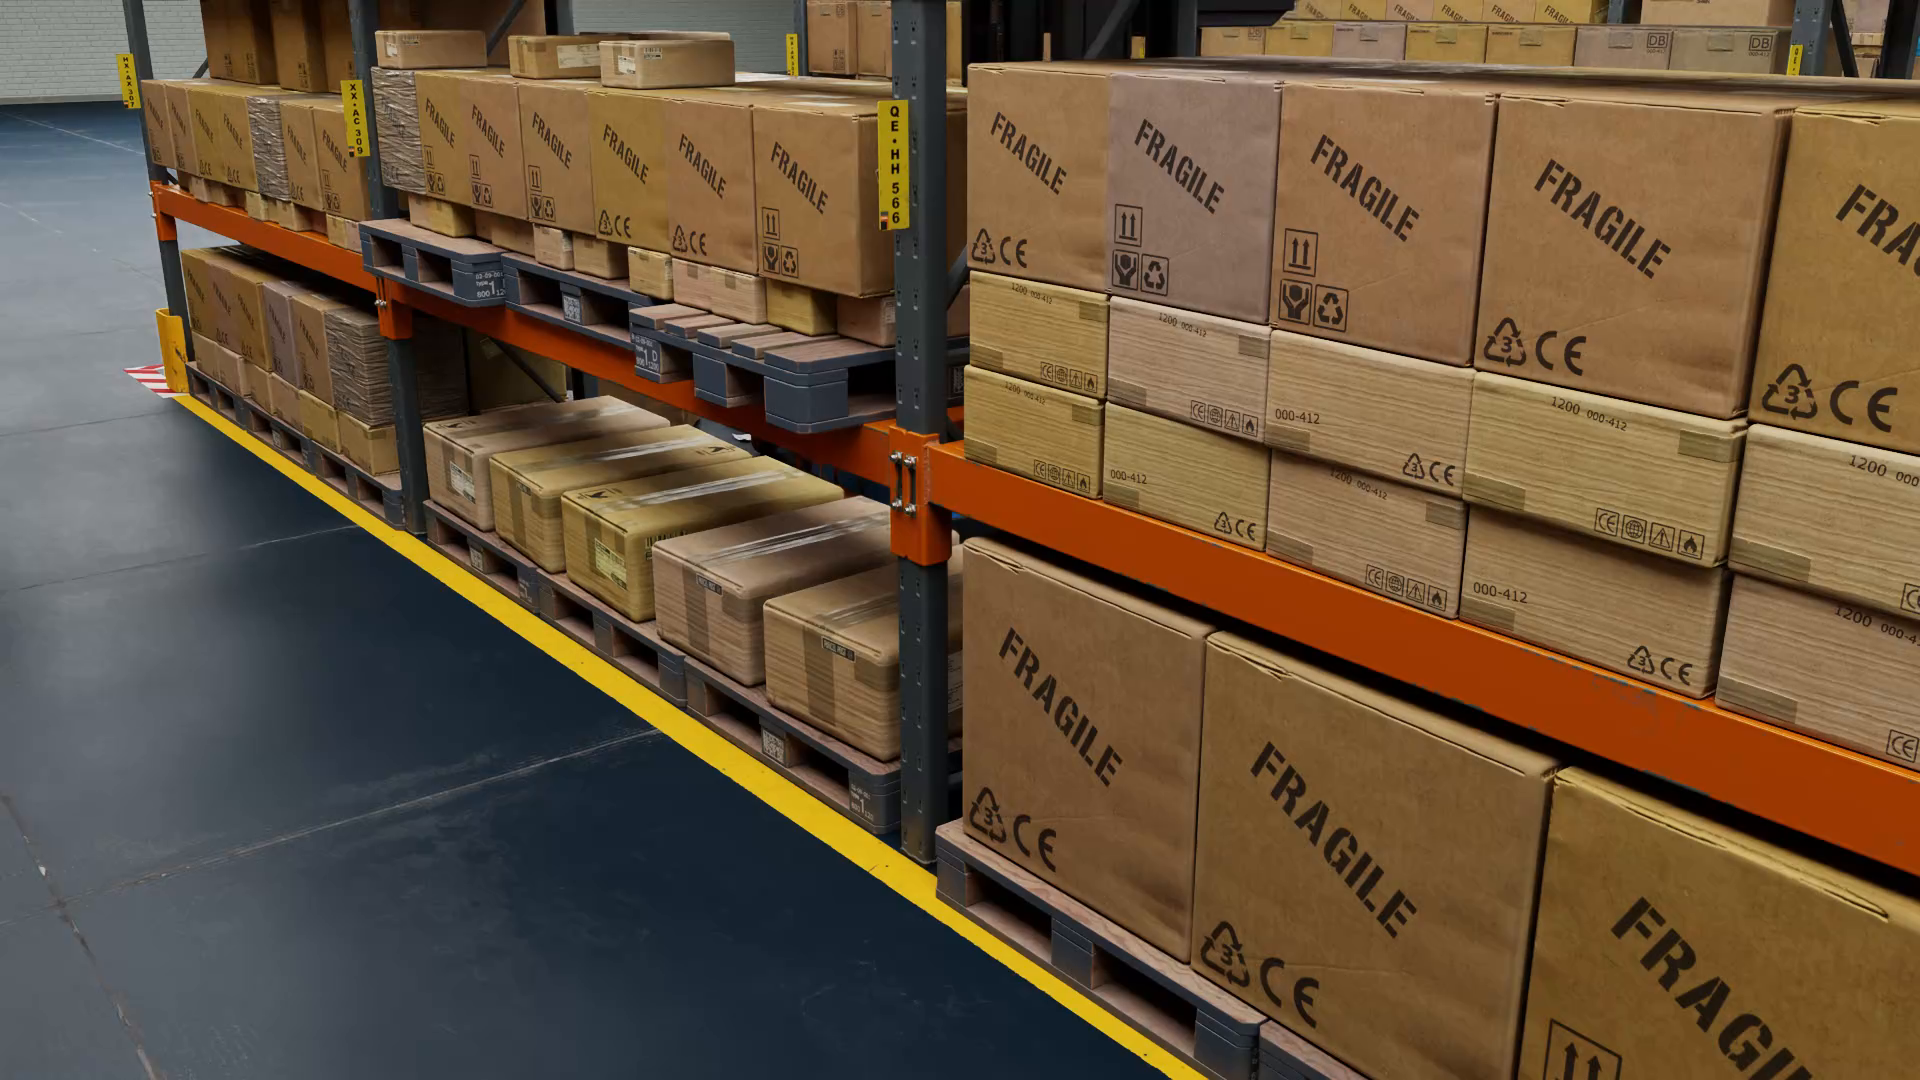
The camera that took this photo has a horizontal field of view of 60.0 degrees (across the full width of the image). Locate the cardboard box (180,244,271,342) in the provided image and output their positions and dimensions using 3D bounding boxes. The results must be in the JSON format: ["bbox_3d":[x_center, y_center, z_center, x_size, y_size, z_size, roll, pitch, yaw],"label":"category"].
[{"bbox_3d":[-4.416,-1.526,10.213,0.500,0.500,0.500,-15,23,-38],"label":"cardboard box"}]

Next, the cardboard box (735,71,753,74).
[{"bbox_3d":[-1.141,-1.618,6.676,0.500,0.500,0.500,-13,22,-34],"label":"cardboard box"}]

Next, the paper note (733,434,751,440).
[{"bbox_3d":[-1.224,-0.603,9.635,0.148,0.019,0.142,-14,23,-36],"label":"paper note"}]

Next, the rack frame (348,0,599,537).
[{"bbox_3d":[-2.232,-1.549,7.768,1.000,3.000,0.127,-14,23,-36],"label":"rack frame"}]

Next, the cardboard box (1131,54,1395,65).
[{"bbox_3d":[0.777,-1.009,4.388,0.500,0.500,0.500,-15,23,-38],"label":"cardboard box"}]

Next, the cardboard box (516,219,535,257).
[{"bbox_3d":[-1.474,-1.180,6.386,0.380,0.149,0.250,-14,23,-36],"label":"cardboard box"}]

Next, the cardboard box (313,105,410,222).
[{"bbox_3d":[-2.703,-1.799,7.890,0.500,0.500,0.500,-15,23,-37],"label":"cardboard box"}]

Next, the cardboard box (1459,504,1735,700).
[{"bbox_3d":[1.321,0.052,3.172,0.500,0.250,0.500,-14,23,-36],"label":"cardboard box"}]

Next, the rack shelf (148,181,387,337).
[{"bbox_3d":[-3.474,-1.700,9.370,1.077,0.370,4.000,-14,23,-36],"label":"rack shelf"}]

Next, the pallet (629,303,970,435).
[{"bbox_3d":[-0.275,-0.627,5.290,1.213,0.211,1.003,-14,23,-36],"label":"pallet"}]

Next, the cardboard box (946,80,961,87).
[{"bbox_3d":[0.337,-3.098,12.208,0.875,0.550,0.500,-14,23,-36],"label":"cardboard box"}]

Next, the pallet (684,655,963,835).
[{"bbox_3d":[-0.233,0.568,5.813,1.003,0.211,1.213,-14,23,-36],"label":"pallet"}]

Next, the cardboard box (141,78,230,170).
[{"bbox_3d":[-4.639,-2.552,10.167,0.500,0.500,0.500,-14,23,-37],"label":"cardboard box"}]

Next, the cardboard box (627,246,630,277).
[{"bbox_3d":[-0.940,-0.999,5.838,0.380,0.149,0.250,-14,23,-36],"label":"cardboard box"}]

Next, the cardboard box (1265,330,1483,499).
[{"bbox_3d":[0.992,-0.304,3.451,0.500,0.250,0.500,-14,23,-36],"label":"cardboard box"}]

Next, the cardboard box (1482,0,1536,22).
[{"bbox_3d":[4.730,-4.327,13.934,0.500,0.500,0.500,-14,23,-36],"label":"cardboard box"}]

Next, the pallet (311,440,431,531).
[{"bbox_3d":[-2.677,-0.384,8.686,1.003,0.211,1.213,-14,23,-36],"label":"pallet"}]

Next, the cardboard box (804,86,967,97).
[{"bbox_3d":[-0.176,-1.234,5.518,0.500,0.500,0.500,-13,22,-33],"label":"cardboard box"}]

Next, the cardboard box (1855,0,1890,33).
[{"bbox_3d":[11.778,-6.681,21.046,0.700,0.500,0.500,-14,23,-36],"label":"cardboard box"}]

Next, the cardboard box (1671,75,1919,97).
[{"bbox_3d":[1.714,-0.634,3.257,0.500,0.500,0.500,-14,23,-37],"label":"cardboard box"}]

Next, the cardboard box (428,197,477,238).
[{"bbox_3d":[-1.989,-1.368,6.953,0.380,0.149,0.250,-13,23,-35],"label":"cardboard box"}]

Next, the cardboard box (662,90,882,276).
[{"bbox_3d":[-0.578,-1.134,5.216,0.500,0.500,0.500,-14,23,-37],"label":"cardboard box"}]

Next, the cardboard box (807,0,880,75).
[{"bbox_3d":[-0.698,-4.010,13.246,0.875,0.550,0.550,-14,23,-36],"label":"cardboard box"}]

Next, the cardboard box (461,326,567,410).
[{"bbox_3d":[-2.387,-0.997,8.615,0.500,0.500,0.500,-13,22,-34],"label":"cardboard box"}]

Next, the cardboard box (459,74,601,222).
[{"bbox_3d":[-1.558,-1.518,6.374,0.500,0.500,0.500,-14,23,-36],"label":"cardboard box"}]

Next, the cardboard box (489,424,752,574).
[{"bbox_3d":[-1.456,-0.196,7.194,0.950,0.372,0.625,-12,22,-33],"label":"cardboard box"}]

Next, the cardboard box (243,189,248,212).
[{"bbox_3d":[-3.738,-1.898,9.221,0.380,0.149,0.250,-15,23,-38],"label":"cardboard box"}]

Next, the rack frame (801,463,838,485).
[{"bbox_3d":[-0.640,-0.405,7.416,0.200,1.050,0.008,-11,21,-30],"label":"rack frame"}]

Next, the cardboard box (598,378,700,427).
[{"bbox_3d":[-1.831,-0.893,9.760,0.500,0.500,0.500,1,18,2],"label":"cardboard box"}]

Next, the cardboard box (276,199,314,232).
[{"bbox_3d":[-3.304,-1.699,8.622,0.380,0.149,0.250,-14,23,-37],"label":"cardboard box"}]

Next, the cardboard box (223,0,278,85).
[{"bbox_3d":[-3.919,-2.988,9.893,0.700,0.500,0.500,-14,23,-36],"label":"cardboard box"}]

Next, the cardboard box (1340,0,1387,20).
[{"bbox_3d":[3.797,-4.696,15.049,0.500,0.500,0.500,-14,23,-36],"label":"cardboard box"}]

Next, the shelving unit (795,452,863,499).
[{"bbox_3d":[-0.576,-0.373,7.318,0.215,1.050,0.252,-11,21,-30],"label":"shelving unit"}]

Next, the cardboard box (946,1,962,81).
[{"bbox_3d":[0.388,-3.623,12.076,0.875,0.550,0.500,-14,23,-36],"label":"cardboard box"}]

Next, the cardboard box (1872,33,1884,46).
[{"bbox_3d":[11.697,-6.301,20.929,0.380,0.149,0.250,-14,23,-37],"label":"cardboard box"}]

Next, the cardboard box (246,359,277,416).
[{"bbox_3d":[-3.772,-0.917,9.565,0.500,0.250,0.500,-12,22,-32],"label":"cardboard box"}]

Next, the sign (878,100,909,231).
[{"bbox_3d":[-0.168,-0.967,4.295,0.100,0.325,0.005,-14,23,-36],"label":"sign"}]

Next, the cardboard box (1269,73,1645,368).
[{"bbox_3d":[0.991,-0.665,3.350,0.500,0.500,0.500,-13,22,-35],"label":"cardboard box"}]

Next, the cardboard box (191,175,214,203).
[{"bbox_3d":[-4.277,-2.079,9.769,0.380,0.149,0.250,-14,23,-35],"label":"cardboard box"}]

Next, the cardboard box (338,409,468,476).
[{"bbox_3d":[-2.810,-0.536,8.416,0.500,0.250,0.500,-13,22,-34],"label":"cardboard box"}]

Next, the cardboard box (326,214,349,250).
[{"bbox_3d":[-2.831,-1.510,8.049,0.380,0.149,0.250,-13,23,-35],"label":"cardboard box"}]

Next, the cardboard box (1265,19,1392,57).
[{"bbox_3d":[2.219,-2.815,9.841,0.700,0.500,0.500,-14,23,-37],"label":"cardboard box"}]

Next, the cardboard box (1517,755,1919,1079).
[{"bbox_3d":[1.720,0.873,3.165,0.875,0.875,0.875,-13,22,-35],"label":"cardboard box"}]

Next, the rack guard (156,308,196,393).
[{"bbox_3d":[-4.669,-1.329,11.082,1.175,0.500,0.348,-14,23,-36],"label":"rack guard"}]

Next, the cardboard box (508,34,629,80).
[{"bbox_3d":[-1.462,-1.812,6.232,0.380,0.149,0.250,-12,22,-33],"label":"cardboard box"}]

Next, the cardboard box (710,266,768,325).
[{"bbox_3d":[-0.551,-0.784,5.188,0.380,0.149,0.250,-14,23,-37],"label":"cardboard box"}]

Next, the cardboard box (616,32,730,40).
[{"bbox_3d":[-1.142,-1.945,6.632,0.380,0.149,0.250,-15,24,-38],"label":"cardboard box"}]

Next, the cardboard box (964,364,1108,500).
[{"bbox_3d":[0.358,-0.322,4.303,0.500,0.250,0.500,-14,23,-37],"label":"cardboard box"}]

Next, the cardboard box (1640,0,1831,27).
[{"bbox_3d":[5.920,-3.744,12.776,1.000,1.000,1.000,-14,23,-36],"label":"cardboard box"}]

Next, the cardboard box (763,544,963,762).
[{"bbox_3d":[-0.092,0.344,5.565,0.950,0.372,0.625,-16,24,-40],"label":"cardboard box"}]

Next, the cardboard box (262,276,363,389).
[{"bbox_3d":[-3.445,-1.143,9.055,0.500,0.500,0.500,-13,22,-33],"label":"cardboard box"}]

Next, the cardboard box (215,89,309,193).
[{"bbox_3d":[-3.676,-2.176,9.031,0.500,0.500,0.500,-15,23,-37],"label":"cardboard box"}]

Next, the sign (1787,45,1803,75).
[{"bbox_3d":[3.636,-1.995,7.273,0.100,0.325,0.005,-14,23,-36],"label":"sign"}]

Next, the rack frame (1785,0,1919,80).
[{"bbox_3d":[4.069,-1.554,7.785,1.000,3.000,0.127,-14,23,-36],"label":"rack frame"}]

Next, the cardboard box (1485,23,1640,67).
[{"bbox_3d":[3.163,-2.439,8.708,0.700,0.500,0.500,-14,23,-37],"label":"cardboard box"}]

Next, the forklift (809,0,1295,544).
[{"bbox_3d":[0.820,-1.533,7.830,3.031,2.935,1.130,-11,21,-29],"label":"forklift"}]

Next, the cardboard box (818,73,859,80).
[{"bbox_3d":[-0.632,-3.514,13.465,0.875,0.550,0.550,-14,23,-36],"label":"cardboard box"}]

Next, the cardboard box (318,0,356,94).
[{"bbox_3d":[-2.926,-2.622,8.787,0.700,0.500,0.500,-15,23,-37],"label":"cardboard box"}]
